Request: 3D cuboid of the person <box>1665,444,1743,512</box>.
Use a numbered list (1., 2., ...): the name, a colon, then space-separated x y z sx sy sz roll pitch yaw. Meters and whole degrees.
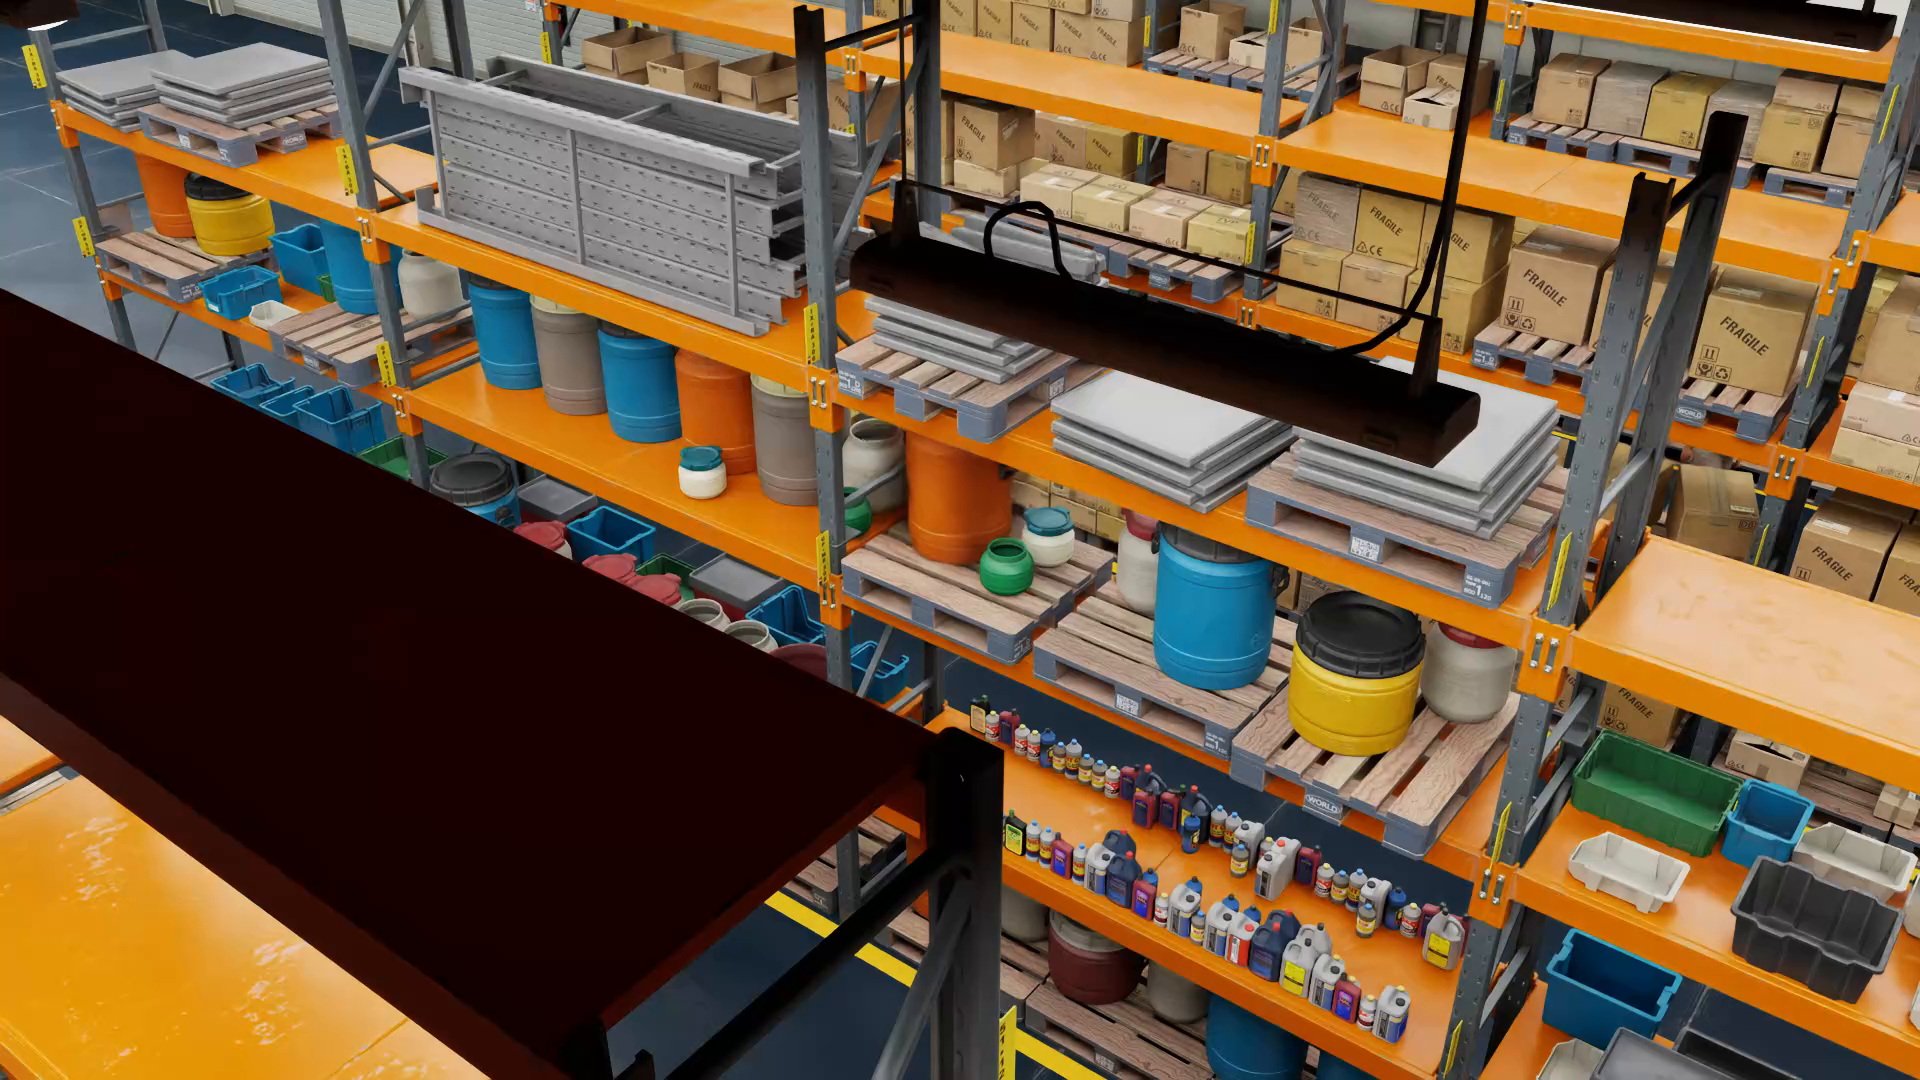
1. person: 6.769 -0.801 14.916 0.577 1.703 0.479 -16 35 -25
